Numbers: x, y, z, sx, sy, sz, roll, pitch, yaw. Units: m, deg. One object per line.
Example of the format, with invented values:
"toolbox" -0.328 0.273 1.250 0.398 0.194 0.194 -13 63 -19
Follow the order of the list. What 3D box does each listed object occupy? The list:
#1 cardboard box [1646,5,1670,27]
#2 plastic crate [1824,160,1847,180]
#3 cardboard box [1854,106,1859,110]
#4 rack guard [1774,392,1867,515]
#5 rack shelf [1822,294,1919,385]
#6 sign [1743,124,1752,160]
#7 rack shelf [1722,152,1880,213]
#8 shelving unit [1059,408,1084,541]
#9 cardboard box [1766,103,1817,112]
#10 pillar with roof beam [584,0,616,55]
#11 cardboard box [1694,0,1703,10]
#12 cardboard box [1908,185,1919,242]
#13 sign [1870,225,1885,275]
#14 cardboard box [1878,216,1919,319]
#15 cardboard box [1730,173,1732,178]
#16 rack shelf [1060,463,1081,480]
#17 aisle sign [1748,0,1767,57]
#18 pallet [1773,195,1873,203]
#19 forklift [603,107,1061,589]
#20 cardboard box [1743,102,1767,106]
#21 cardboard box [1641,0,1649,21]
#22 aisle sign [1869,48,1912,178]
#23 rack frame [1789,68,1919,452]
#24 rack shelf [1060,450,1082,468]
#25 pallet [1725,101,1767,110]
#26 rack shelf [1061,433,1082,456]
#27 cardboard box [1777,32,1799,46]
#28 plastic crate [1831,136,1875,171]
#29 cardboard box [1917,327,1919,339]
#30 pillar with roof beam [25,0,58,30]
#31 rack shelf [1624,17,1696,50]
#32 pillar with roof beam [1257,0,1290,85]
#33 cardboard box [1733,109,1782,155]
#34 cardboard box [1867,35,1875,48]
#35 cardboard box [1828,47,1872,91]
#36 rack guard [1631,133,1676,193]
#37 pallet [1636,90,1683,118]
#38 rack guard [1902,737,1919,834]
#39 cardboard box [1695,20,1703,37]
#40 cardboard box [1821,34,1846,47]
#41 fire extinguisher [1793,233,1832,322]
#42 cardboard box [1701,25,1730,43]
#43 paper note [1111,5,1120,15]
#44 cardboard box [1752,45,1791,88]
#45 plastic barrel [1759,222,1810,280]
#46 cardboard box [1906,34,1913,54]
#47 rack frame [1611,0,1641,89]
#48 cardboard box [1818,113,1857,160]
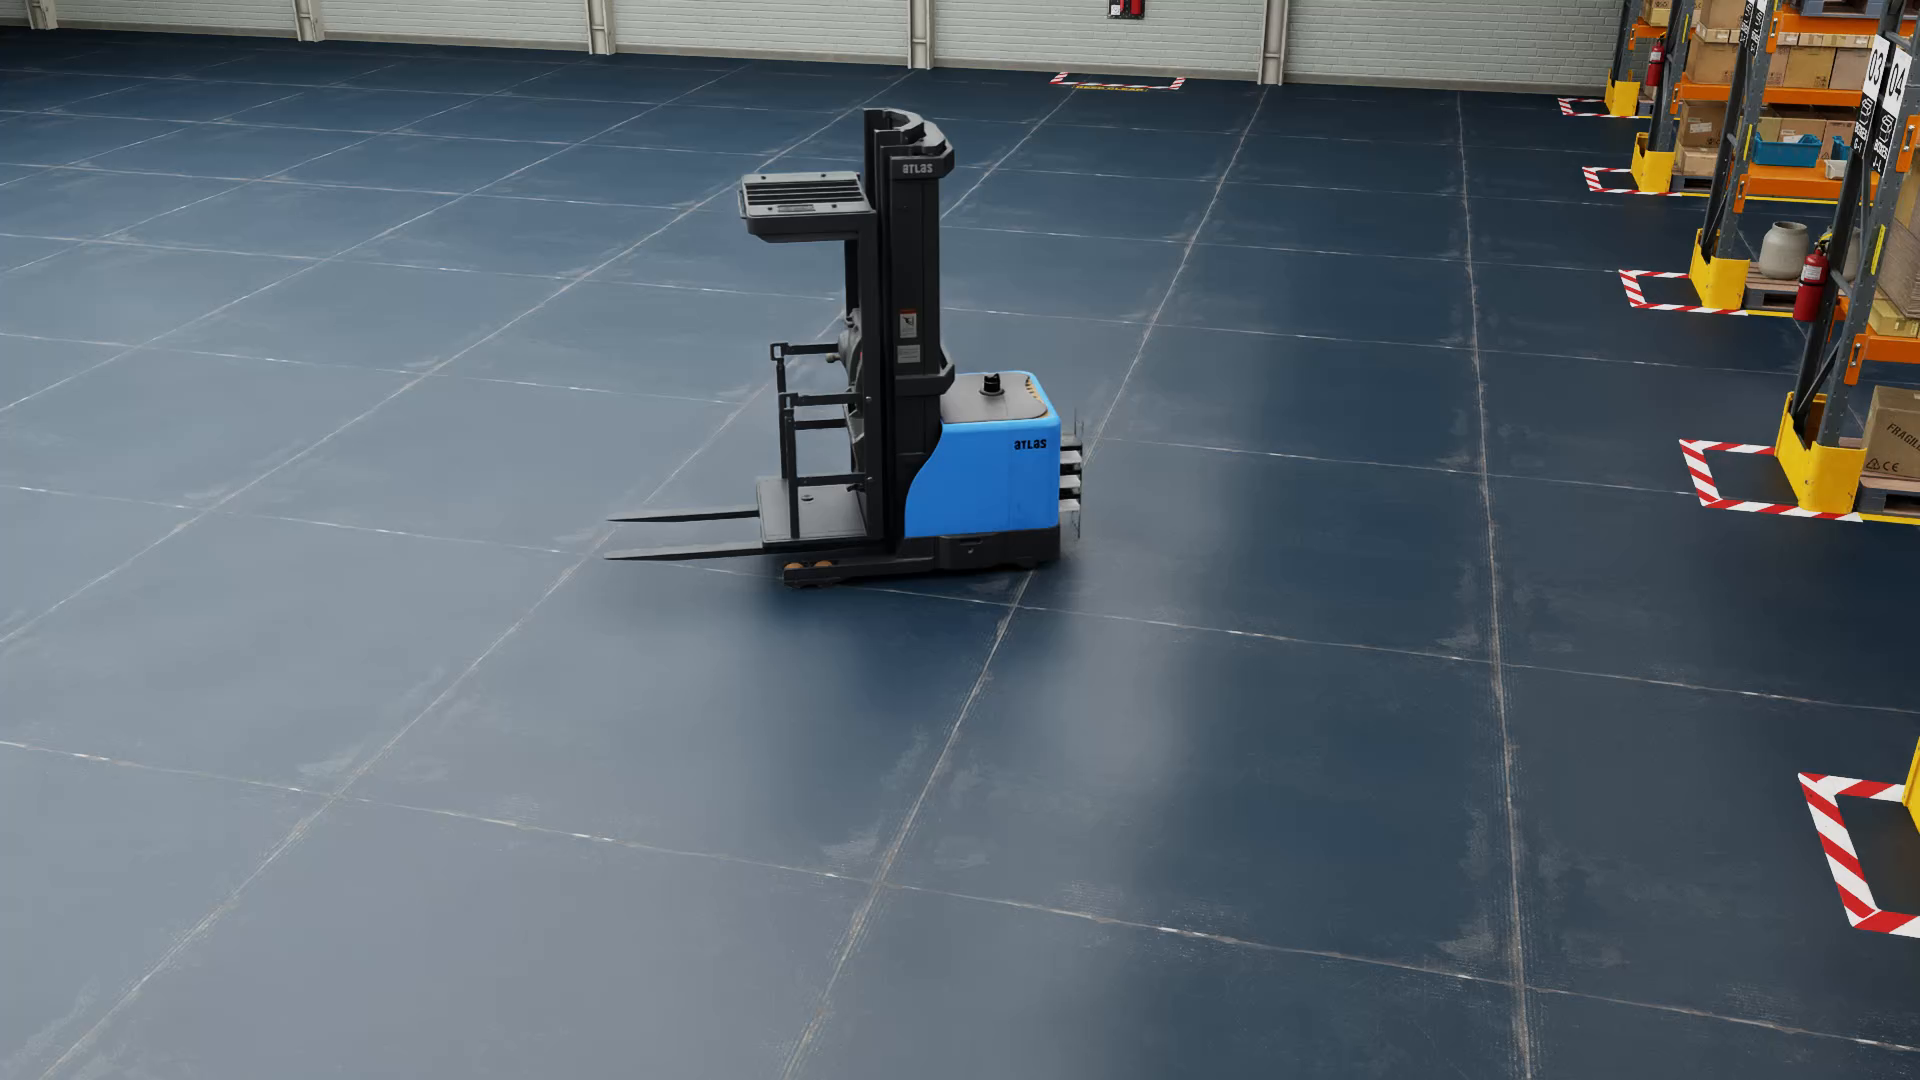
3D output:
"cardboard box" 10.448 -7.745 24.562 0.500 0.250 0.500 6 26 11
"plastic crate" 8.373 -3.515 15.832 0.250 0.136 0.298 6 26 13
"cardboard box" 11.358 -5.071 20.632 0.500 0.500 0.500 6 26 13
"rack guard" 6.427 -0.665 12.448 0.348 0.500 1.175 6 26 13
"rack shelf" 8.290 -1.263 11.632 4.000 0.370 1.077 6 26 13
"sign" 7.446 -3.760 15.719 0.005 0.325 0.100 6 26 13
"rack shelf" 9.524 -3.325 15.963 4.000 0.370 1.077 6 26 13
"shelving unit" 0.713 -0.443 11.515 0.210 0.900 0.258 -4 26 -8
"cardboard box" 10.390 -5.178 20.856 0.500 0.500 0.500 6 26 13
"pillar with roof beam" -7.557 -11.117 24.514 0.400 9.000 9.100 6 26 13
"cardboard box" 10.918 -8.035 24.298 0.500 0.500 0.500 6 26 13
"cardboard box" 6.818 -2.261 11.265 0.500 0.500 0.500 6 26 13
"sign" 6.218 -1.967 11.267 0.005 0.325 0.100 6 26 13
"cardboard box" 6.879 -1.911 11.694 0.500 0.500 0.875 6 26 13
"cardboard box" 9.773 -4.672 20.665 0.500 0.250 0.500 6 26 13
"rack shelf" 0.713 -0.494 11.491 0.200 0.077 0.258 -4 26 -8
"aisle sign" 7.444 -4.924 15.460 0.004 0.787 0.394 6 26 13
"pallet" 10.753 -4.471 20.777 1.213 0.211 1.003 6 26 13
"forklift" -0.888 -1.246 10.840 3.031 2.935 1.130 -4 26 -8
"cardboard box" 11.952 -6.787 24.793 0.500 0.500 0.700 5 26 10
"cardboard box" 10.555 -7.960 25.014 0.500 0.250 0.500 7 26 14
"aisle sign" 6.219 -2.858 11.120 0.004 0.787 0.394 6 26 13
"rack frame" 6.353 -1.802 11.927 0.127 3.000 1.000 6 26 13
"rack shelf" 0.713 -0.575 11.452 0.200 0.077 0.258 -4 26 -8
"pallet" 12.084 -6.488 25.014 1.213 0.211 1.003 6 26 13
"rack shelf" 0.713 -0.656 11.413 0.200 0.077 0.258 -4 26 -8
"cardboard box" 9.892 -6.050 19.978 0.250 0.149 0.380 6 26 12
"plastic crate" 8.774 -3.796 16.288 0.408 0.251 0.499 6 26 13
"cardboard box" 6.807 -1.524 11.636 0.250 0.149 0.380 6 26 13
"pillar with roof beam" -19.179 -12.402 27.213 0.400 9.000 9.100 6 26 13
"rack shelf" 11.991 -7.450 24.626 4.000 0.370 1.077 6 26 13
"pillar with roof beam" 4.065 -9.832 21.816 0.400 9.000 9.100 6 26 13
"cardboard box" 9.773 -5.010 20.503 0.500 0.500 0.500 6 26 13
"cardboard box" 10.894 -5.939 19.746 0.250 0.149 0.380 7 26 15
"cardboard box" 10.773 -5.751 20.106 0.500 0.500 0.700 7 26 15
"rack guard" 8.801 -4.800 21.132 0.348 0.500 1.175 6 26 13
"pallet" 10.906 -6.620 25.290 1.213 0.211 1.003 6 26 13
"rack guard" 4.997 1.378 8.155 0.348 0.500 1.175 6 26 13
"cardboard box" 9.242 -6.302 20.509 0.250 0.149 0.380 6 26 12
"cardboard box" 10.398 -5.995 19.864 0.250 0.149 0.380 6 26 12
"fire extinguisher" 6.357 -1.971 12.373 0.183 0.674 0.296 6 26 13
"cardboard box" 9.151 -6.132 20.151 0.250 0.149 0.380 6 26 13
"paper note" 2.599 -8.846 27.748 0.142 0.148 0.016 6 26 13
"cardboard box" 9.783 -5.861 20.337 0.500 0.500 0.700 7 26 14
"plastic barrel" 8.243 -2.892 16.622 0.421 0.512 0.421 0 25 0
"cardboard box" 6.700 -3.369 11.439 0.250 0.149 0.380 6 26 13
"rack frame" 10.054 -7.988 24.922 0.127 3.000 1.000 6 26 13
"cardboard box" 10.740 -4.901 20.274 0.500 0.500 0.500 6 26 13
